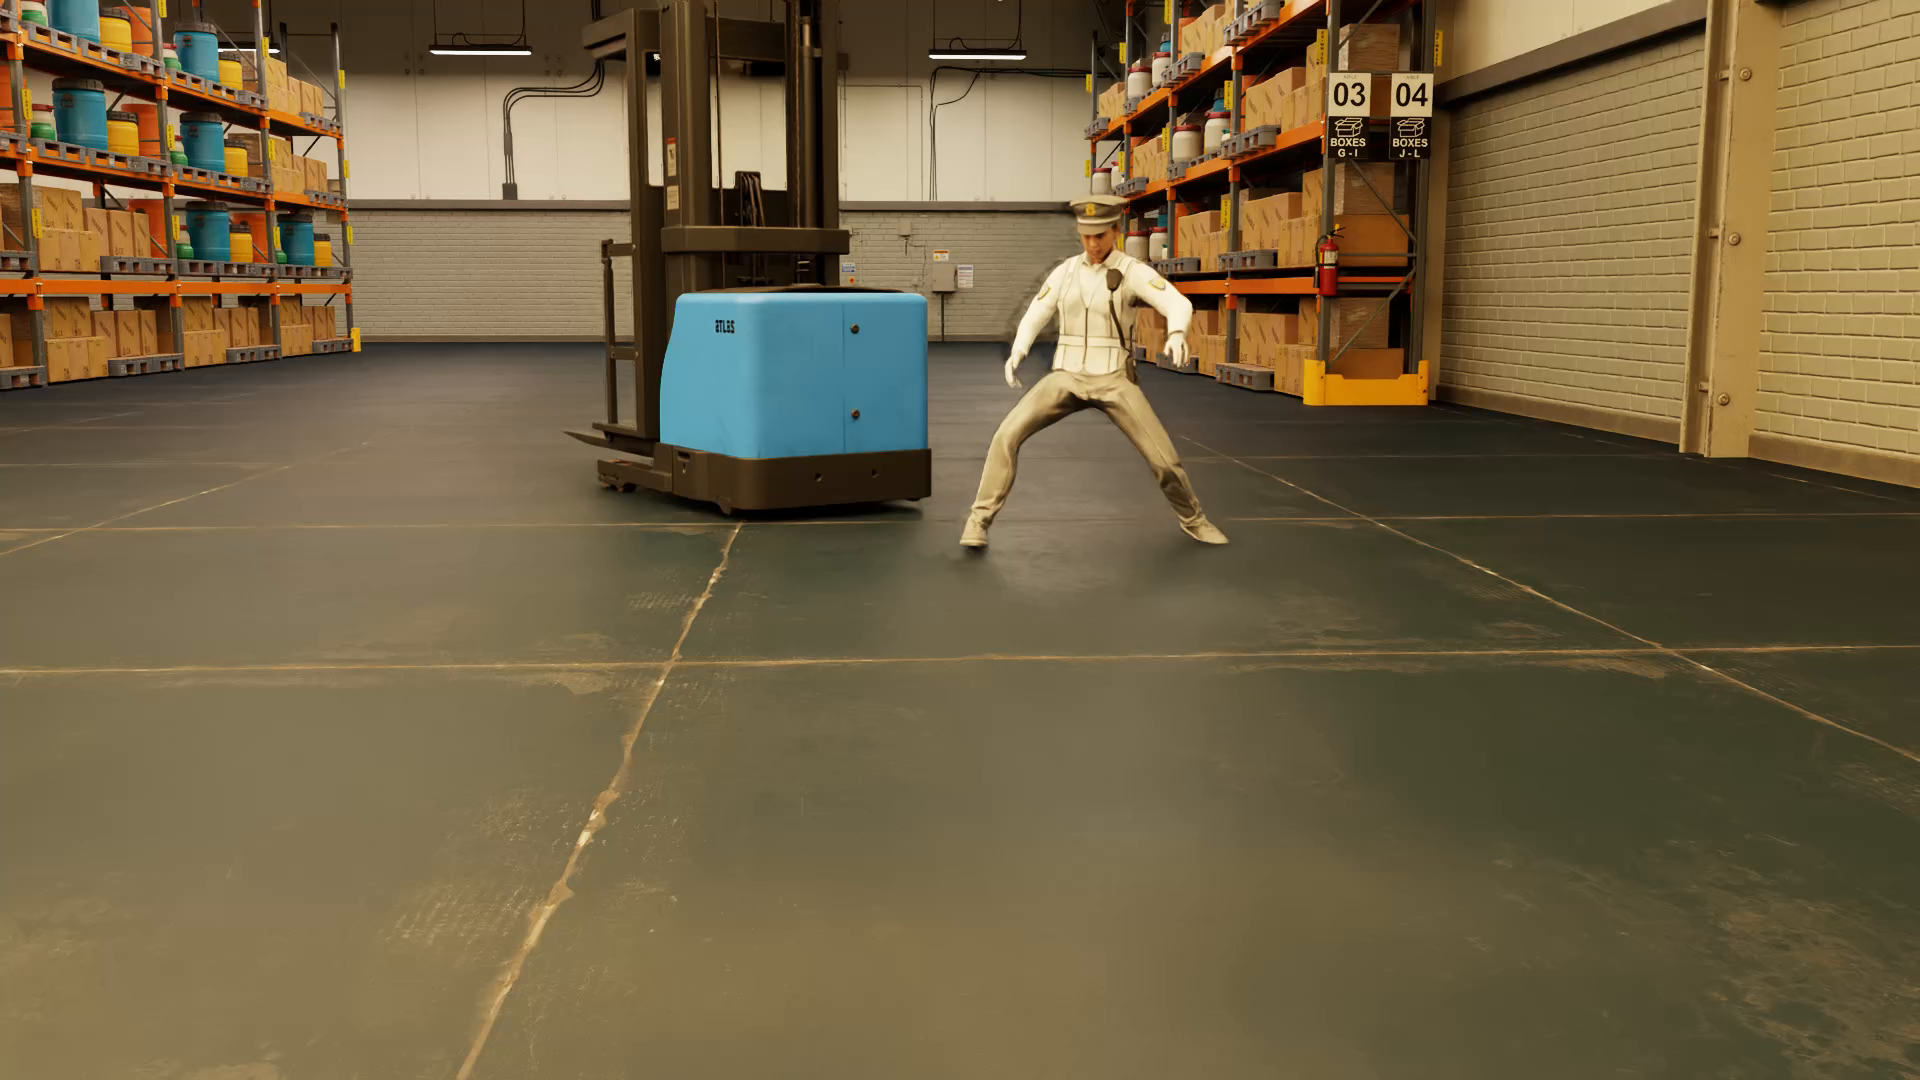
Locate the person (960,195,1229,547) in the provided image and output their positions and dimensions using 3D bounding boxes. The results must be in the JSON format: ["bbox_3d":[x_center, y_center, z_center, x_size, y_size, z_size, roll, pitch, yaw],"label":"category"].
[{"bbox_3d":[0.583,-0.690,7.037,0.998,1.518,0.922,4,9,24],"label":"person"}]

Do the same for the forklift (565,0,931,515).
[{"bbox_3d":[-1.357,-1.742,9.061,1.130,2.935,3.031,-5,10,-32],"label":"forklift"}]
